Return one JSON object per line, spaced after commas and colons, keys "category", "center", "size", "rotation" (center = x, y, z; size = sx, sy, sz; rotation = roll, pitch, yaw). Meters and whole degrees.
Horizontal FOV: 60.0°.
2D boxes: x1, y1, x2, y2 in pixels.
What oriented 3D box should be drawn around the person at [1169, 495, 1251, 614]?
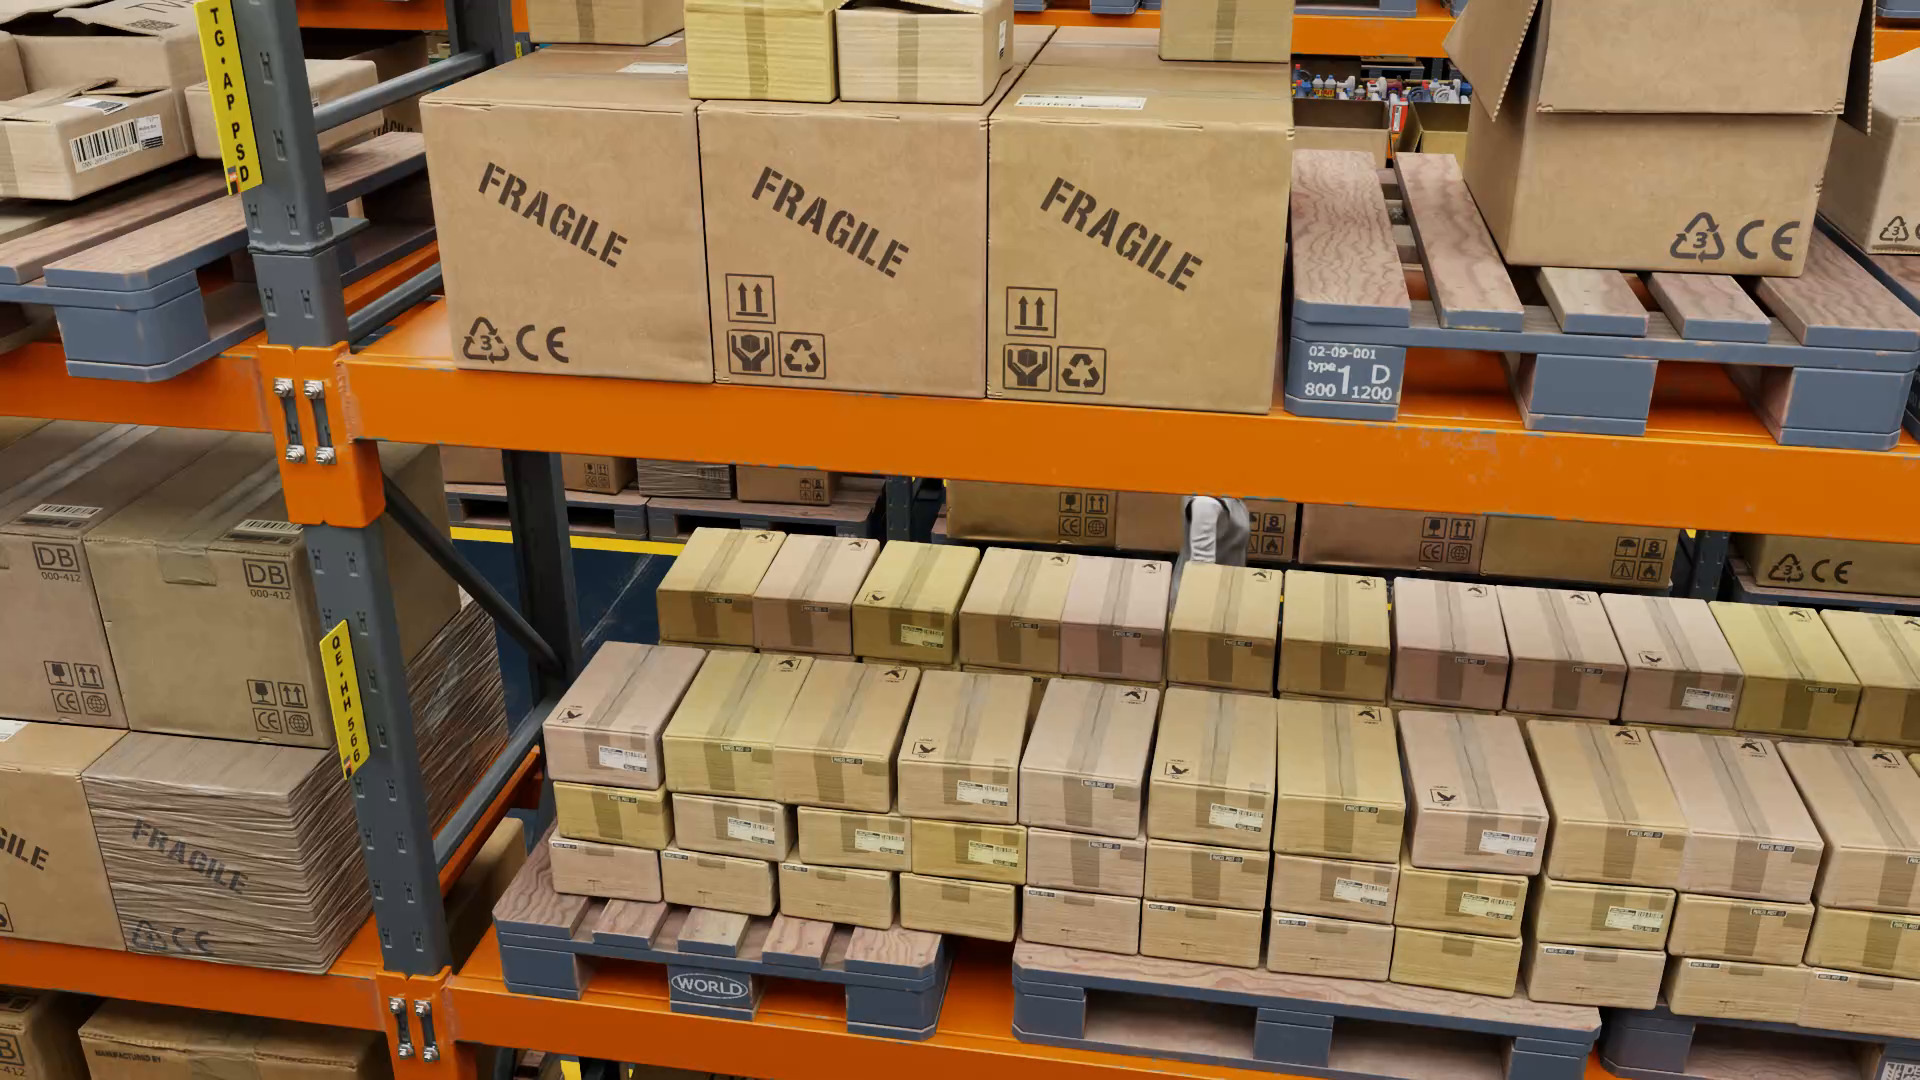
{"category": "person", "center": [0.972, 0.267, 6.558], "size": [0.354, 1.600, 0.411], "rotation": [5, 26, 10]}
